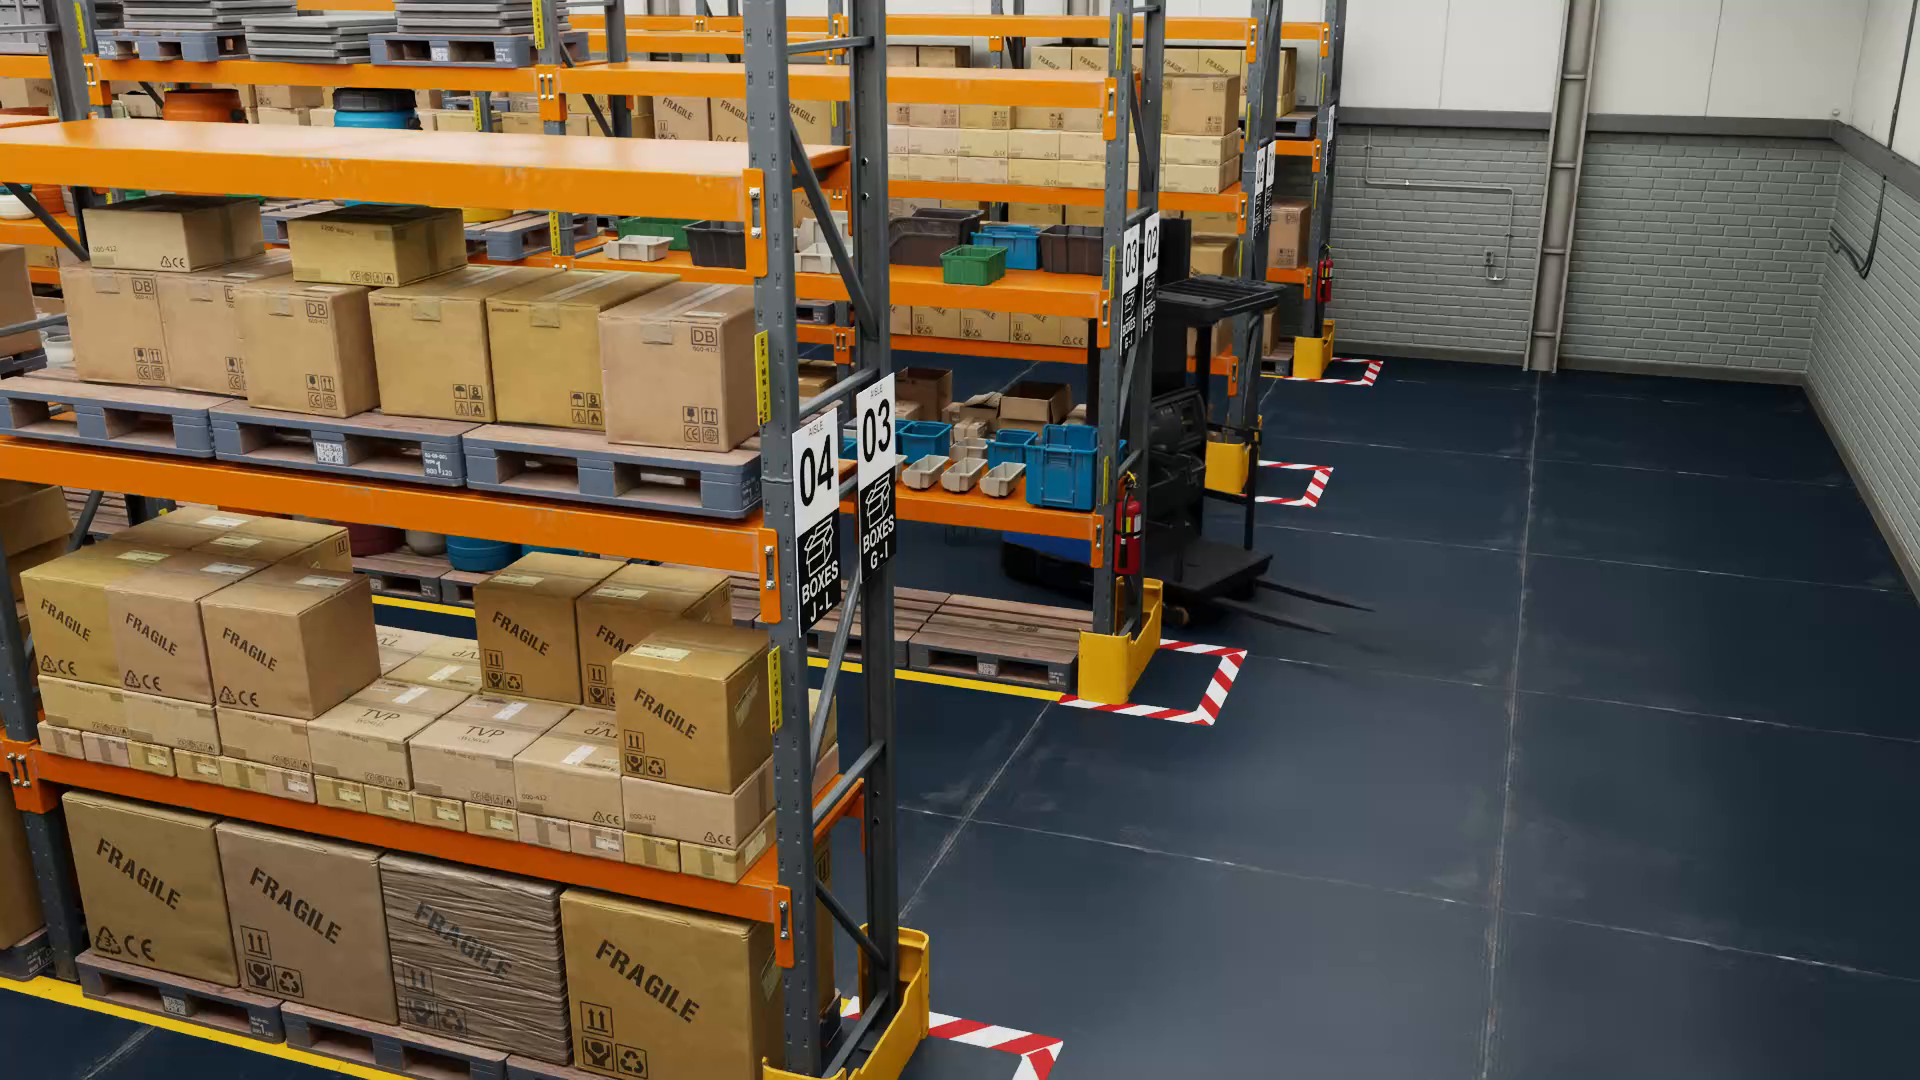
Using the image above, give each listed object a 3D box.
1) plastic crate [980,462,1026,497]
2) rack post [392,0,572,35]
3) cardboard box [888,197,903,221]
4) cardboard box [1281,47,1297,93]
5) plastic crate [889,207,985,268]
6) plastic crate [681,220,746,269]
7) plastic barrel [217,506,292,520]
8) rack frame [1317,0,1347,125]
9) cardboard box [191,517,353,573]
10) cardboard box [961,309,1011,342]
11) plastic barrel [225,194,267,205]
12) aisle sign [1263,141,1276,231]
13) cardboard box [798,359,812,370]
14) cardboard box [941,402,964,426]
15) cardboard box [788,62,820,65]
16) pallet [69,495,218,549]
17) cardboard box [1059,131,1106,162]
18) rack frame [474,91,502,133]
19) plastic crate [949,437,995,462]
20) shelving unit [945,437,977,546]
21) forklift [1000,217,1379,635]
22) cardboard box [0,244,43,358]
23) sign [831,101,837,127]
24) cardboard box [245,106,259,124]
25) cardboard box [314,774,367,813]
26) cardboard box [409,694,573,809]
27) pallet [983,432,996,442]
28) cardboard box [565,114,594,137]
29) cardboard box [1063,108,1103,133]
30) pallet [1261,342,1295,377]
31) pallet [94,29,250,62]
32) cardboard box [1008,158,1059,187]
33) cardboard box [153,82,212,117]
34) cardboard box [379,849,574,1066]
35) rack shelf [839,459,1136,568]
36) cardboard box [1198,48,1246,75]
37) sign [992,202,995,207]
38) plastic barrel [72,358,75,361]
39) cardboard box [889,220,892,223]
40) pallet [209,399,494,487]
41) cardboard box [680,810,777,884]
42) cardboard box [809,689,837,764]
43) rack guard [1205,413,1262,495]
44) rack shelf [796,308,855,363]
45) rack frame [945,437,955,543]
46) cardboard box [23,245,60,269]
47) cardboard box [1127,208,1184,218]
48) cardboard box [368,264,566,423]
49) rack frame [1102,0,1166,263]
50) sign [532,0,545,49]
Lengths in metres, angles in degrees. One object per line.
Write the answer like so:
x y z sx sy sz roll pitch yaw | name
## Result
0.291 -0.418 11.529 0.243 0.136 0.396 7 20 18 | plastic crate
-3.443 -3.813 11.957 0.954 0.300 0.937 6 20 17 | rack post
-0.882 -4.273 21.642 0.500 0.500 0.500 7 20 18 | cardboard box
3.762 -5.662 20.004 0.500 0.500 0.500 6 20 16 | cardboard box
-0.232 -2.120 11.639 0.767 0.338 0.504 7 20 18 | plastic crate
-1.574 -2.050 11.542 0.590 0.269 0.497 7 20 18 | plastic crate
-5.968 -0.473 14.035 0.708 0.830 0.600 7 20 18 | plastic barrel
4.372 -6.396 19.253 0.127 3.000 1.000 7 20 18 | rack frame
-3.289 0.223 8.015 0.500 0.500 0.500 7 20 19 | cardboard box
0.320 -2.253 16.330 0.500 0.500 0.500 6 20 18 | cardboard box
-5.510 -2.702 12.812 0.294 0.245 0.294 0 19 0 | plastic barrel
2.911 -3.334 15.634 0.004 0.787 0.394 7 20 18 | aisle sign
-1.913 -1.664 17.922 0.500 0.500 0.500 7 20 19 | cardboard box
-0.023 -1.321 17.471 0.250 0.149 0.380 7 20 18 | cardboard box
-2.190 -6.023 21.921 0.500 0.500 0.700 5 20 15 | cardboard box
-7.155 -0.126 14.617 1.213 0.211 1.003 7 20 18 | pallet
1.238 -3.689 15.515 0.500 0.250 0.500 7 20 18 | cardboard box
-4.807 -5.719 17.313 0.127 3.000 1.000 7 20 18 | rack frame
0.079 -0.649 12.191 0.298 0.136 0.250 7 20 18 | plastic crate
0.008 -0.424 14.426 0.210 0.900 0.258 7 20 18 | shelving unit
1.773 -0.905 12.721 3.031 2.935 1.130 16 25 38 | forklift
-4.834 -1.096 7.817 0.500 0.500 0.700 7 20 19 | cardboard box
-1.207 -4.128 15.921 0.005 0.325 0.100 7 20 18 | sign
-8.006 -4.793 18.802 0.500 0.250 0.500 9 21 24 | cardboard box
-2.639 1.047 7.397 0.250 0.149 0.380 6 20 16 | cardboard box
-2.009 0.908 7.190 0.500 0.250 0.500 6 20 16 | cardboard box
0.776 -0.932 16.930 1.213 0.211 1.003 7 20 18 | pallet
-3.902 -4.259 17.527 0.500 0.500 0.910 7 20 18 | cardboard box
1.308 -4.110 15.581 0.500 0.500 0.700 7 20 18 | cardboard box
3.591 -2.308 20.878 1.213 0.211 1.003 7 20 18 | pallet
-5.765 -3.814 12.742 1.003 0.211 1.213 7 20 18 | pallet
0.766 -3.508 15.754 0.500 0.250 0.500 7 20 18 | cardboard box
-8.975 -5.183 19.329 0.500 0.500 0.500 8 21 23 | cardboard box
-1.995 1.720 7.676 0.875 0.875 0.875 7 20 18 | cardboard box
-0.768 -0.359 12.142 4.000 0.370 1.077 7 20 18 | rack shelf
3.122 -5.560 19.711 0.500 0.500 0.500 7 20 20 | cardboard box
0.425 -4.335 20.816 0.005 0.325 0.100 7 20 18 | sign
-6.974 -1.367 13.734 0.708 0.536 0.600 7 20 18 | plastic barrel
-0.466 -3.000 16.954 0.500 0.500 0.500 7 20 18 | cardboard box
-2.365 -0.525 7.104 1.213 0.211 1.003 7 20 18 | pallet
-0.949 1.240 6.844 0.250 0.149 0.380 7 20 19 | cardboard box
-0.869 0.852 7.351 0.500 0.250 0.500 6 20 17 | cardboard box
2.678 -0.850 16.256 0.348 0.500 1.175 7 20 18 | rack guard
-2.918 -2.331 17.799 4.000 0.370 1.077 7 20 18 | rack shelf
-0.088 -0.435 14.457 0.006 0.900 0.240 7 20 18 | rack frame
-10.962 -3.633 20.289 0.500 0.500 0.700 7 20 18 | cardboard box
2.479 -3.917 20.801 0.700 0.700 0.980 6 20 15 | cardboard box
-2.009 -0.830 6.903 0.500 0.500 0.700 5 20 14 | cardboard box
1.121 -3.316 10.417 0.127 3.000 1.000 7 20 18 | rack frame
-2.840 -3.478 11.200 0.005 0.325 0.100 7 20 18 | sign
